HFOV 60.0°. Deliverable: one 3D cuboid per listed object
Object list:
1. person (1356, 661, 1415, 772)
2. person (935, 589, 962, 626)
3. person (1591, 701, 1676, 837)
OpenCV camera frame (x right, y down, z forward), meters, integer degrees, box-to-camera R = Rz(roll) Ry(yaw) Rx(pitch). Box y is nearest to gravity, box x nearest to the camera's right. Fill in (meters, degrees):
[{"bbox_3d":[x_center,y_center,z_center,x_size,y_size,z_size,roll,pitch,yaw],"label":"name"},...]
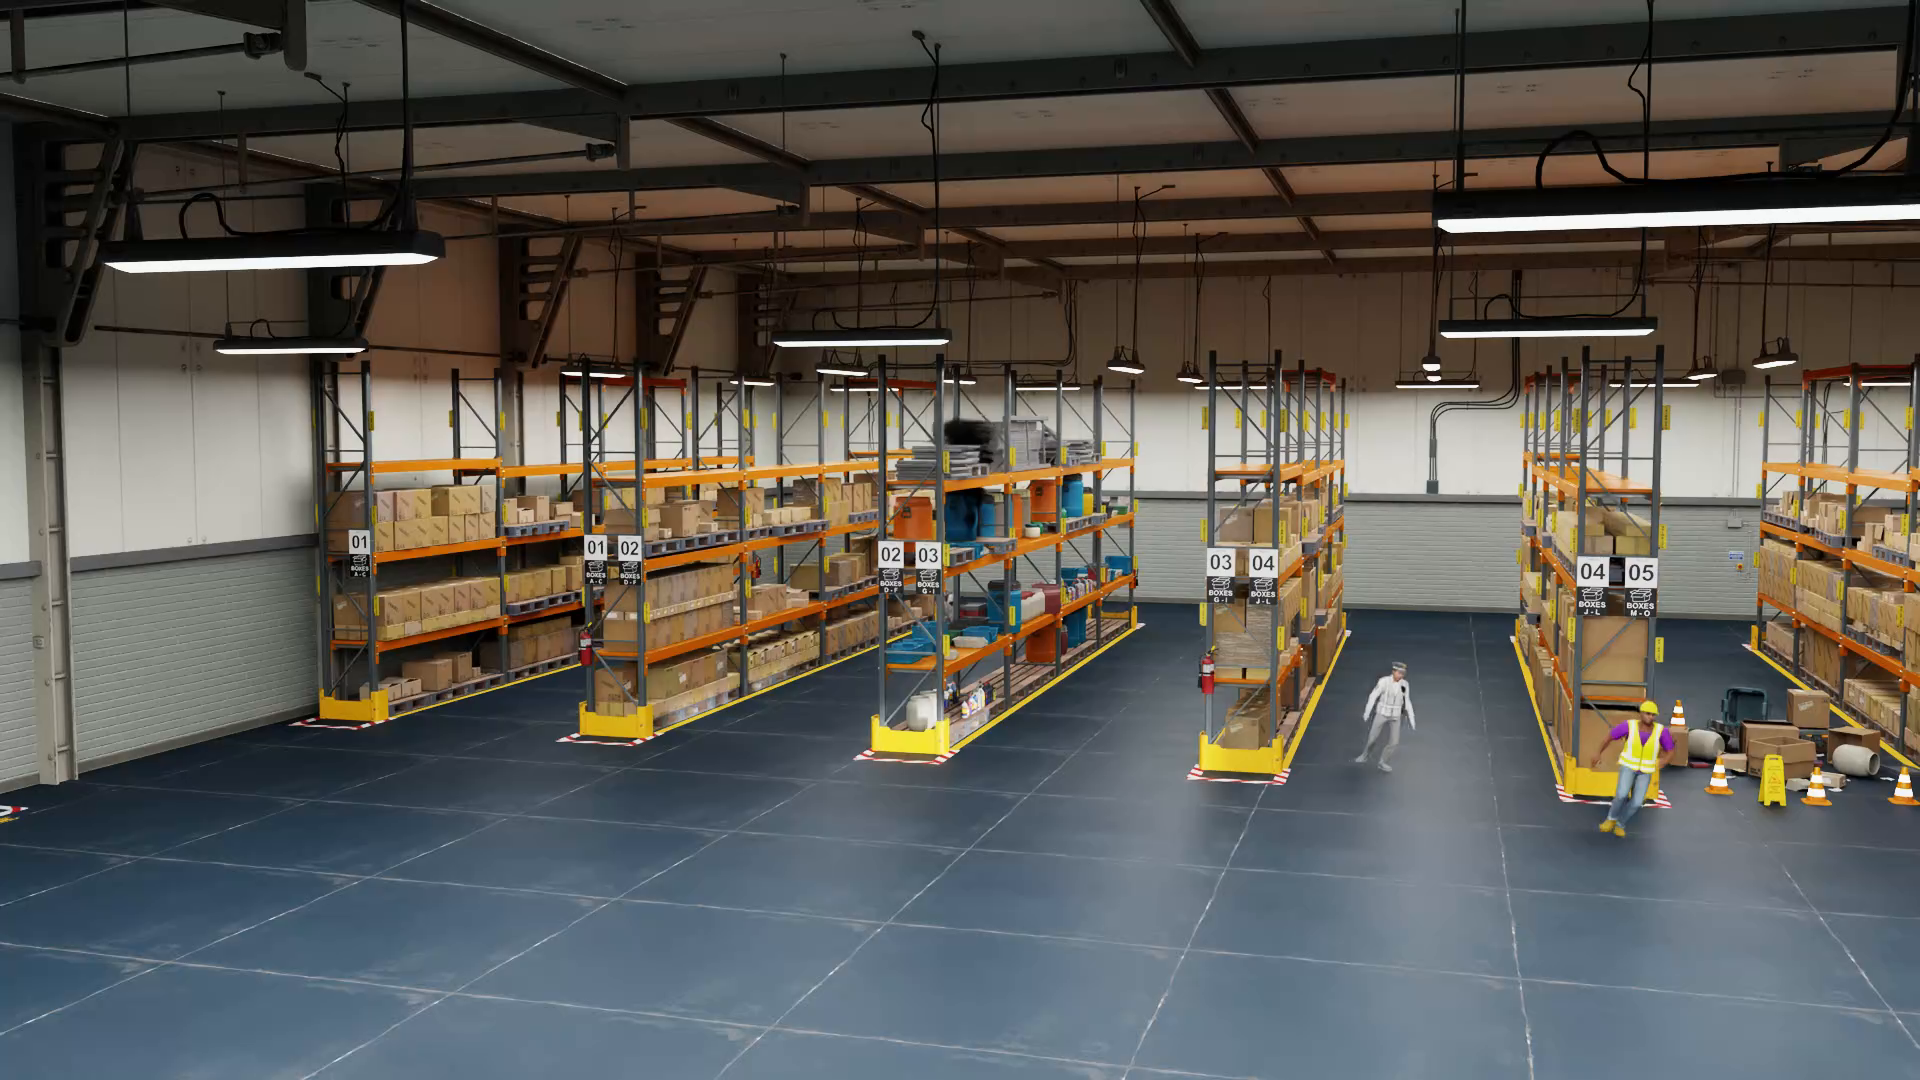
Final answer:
[{"bbox_3d":[6.085,2.506,23.773,0.740,1.585,0.620,0,4,-4],"label":"person"},{"bbox_3d":[-0.253,1.726,36.175,0.573,1.373,0.967,0,4,1],"label":"person"},{"bbox_3d":[8.112,2.768,19.951,0.894,1.675,0.666,1,4,7],"label":"person"}]
